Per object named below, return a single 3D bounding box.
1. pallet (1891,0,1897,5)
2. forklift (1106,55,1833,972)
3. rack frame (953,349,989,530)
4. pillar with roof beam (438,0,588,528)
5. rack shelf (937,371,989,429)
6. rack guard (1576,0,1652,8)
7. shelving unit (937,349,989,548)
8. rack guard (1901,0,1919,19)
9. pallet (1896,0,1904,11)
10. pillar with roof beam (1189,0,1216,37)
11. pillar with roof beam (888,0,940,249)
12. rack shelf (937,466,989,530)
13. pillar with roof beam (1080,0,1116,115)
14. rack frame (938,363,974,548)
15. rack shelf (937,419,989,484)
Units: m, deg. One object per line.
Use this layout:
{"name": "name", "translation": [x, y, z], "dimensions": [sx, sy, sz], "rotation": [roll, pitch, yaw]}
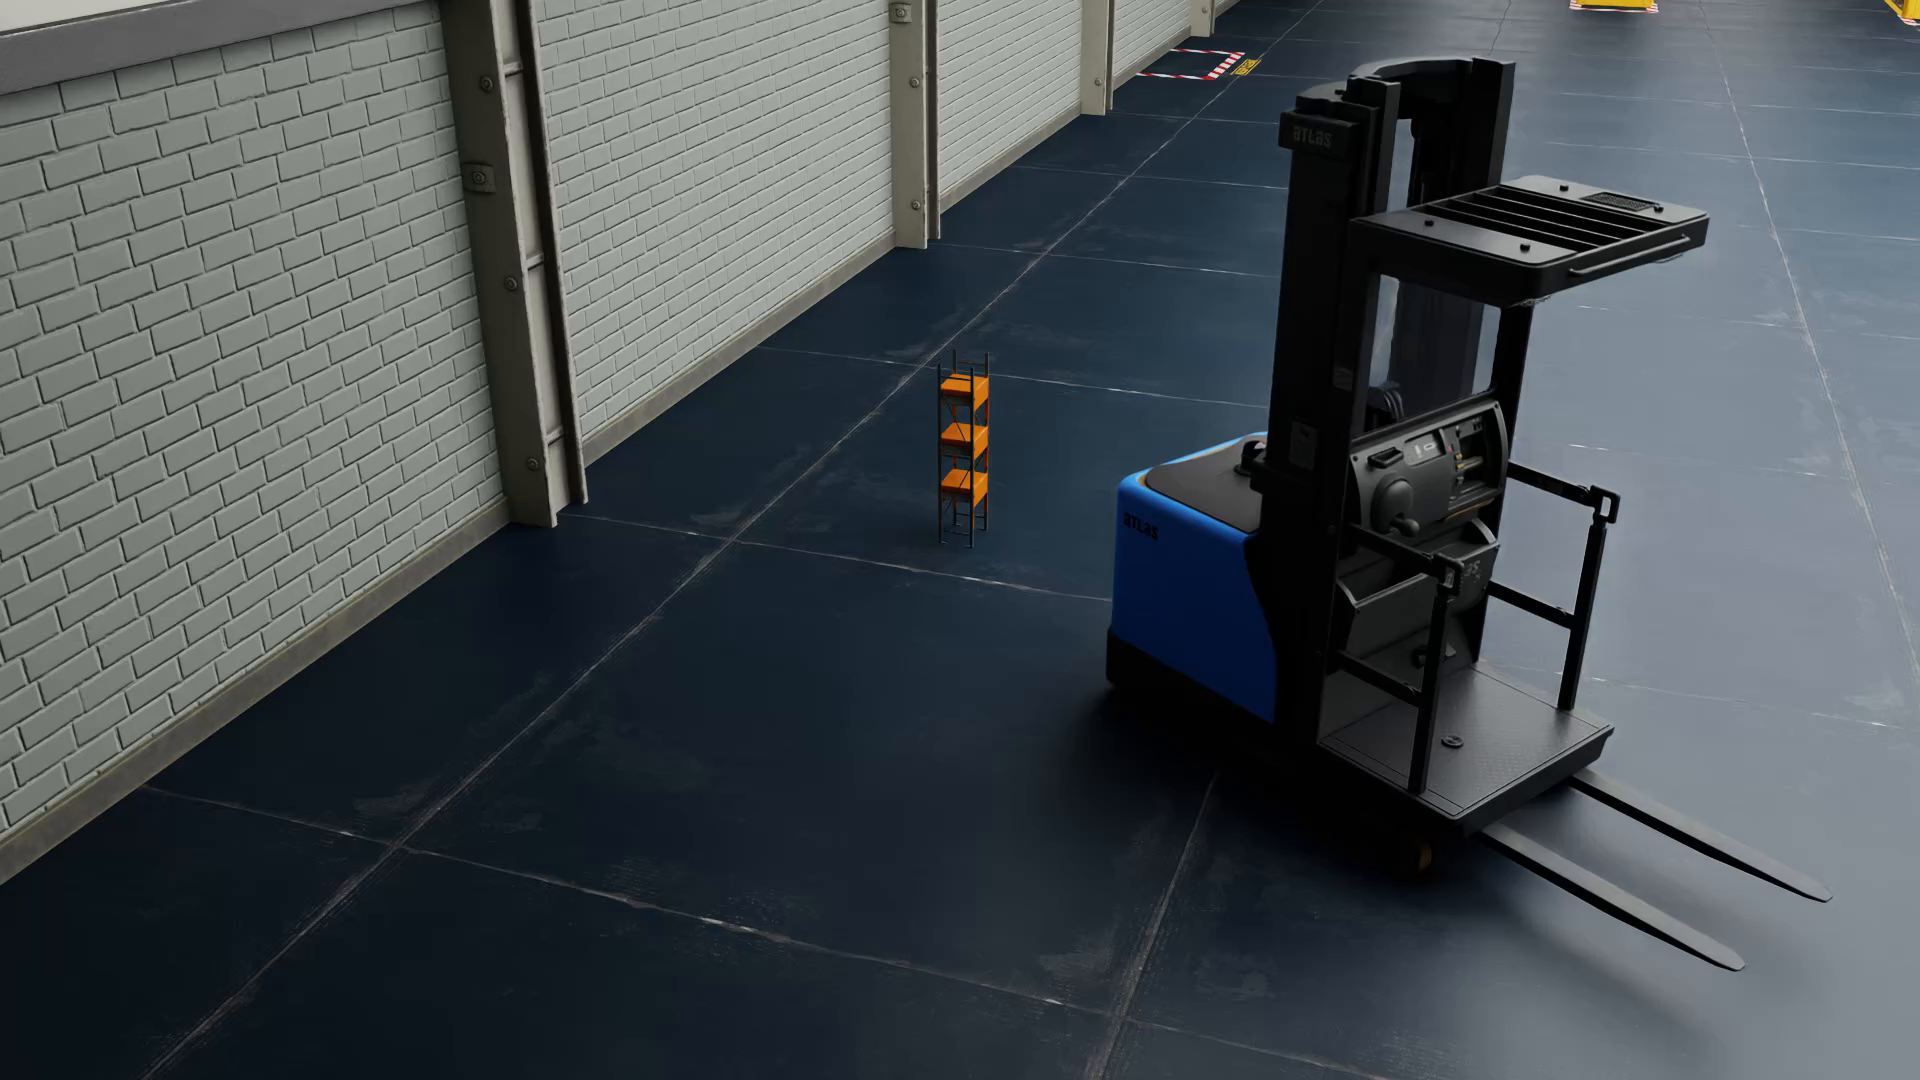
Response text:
{"name": "pallet", "translation": [16.194, -9.151, 27.907], "dimensions": [1.003, 0.211, 1.213], "rotation": [9, 27, 17]}
{"name": "forklift", "translation": [1.987, -0.251, 6.405], "dimensions": [1.130, 2.935, 3.031], "rotation": [-19, 32, -34]}
{"name": "rack frame", "translation": [0.058, -0.545, 9.170], "dimensions": [0.200, 1.050, 0.008], "rotation": [9, 27, 17]}
{"name": "pillar with roof beam", "translation": [1.678, -3.598, 6.355], "dimensions": [9.100, 9.000, 0.400], "rotation": [9, 27, 17]}
{"name": "rack shelf", "translation": [0.018, -0.740, 8.948], "dimensions": [0.215, 0.259, 0.240], "rotation": [9, 27, 17]}
{"name": "rack guard", "translation": [10.852, -9.120, 27.512], "dimensions": [1.175, 0.500, 0.348], "rotation": [9, 27, 17]}
{"name": "shelving unit", "translation": [0.018, -0.495, 9.067], "dimensions": [0.215, 1.050, 0.252], "rotation": [9, 27, 17]}
{"name": "rack guard", "translation": [15.511, -8.448, 26.124], "dimensions": [1.175, 0.500, 0.348], "rotation": [9, 27, 17]}
{"name": "pallet", "translation": [15.786, -8.651, 26.875], "dimensions": [1.003, 0.211, 1.213], "rotation": [9, 27, 17]}
{"name": "pillar with roof beam", "translation": [7.668, -10.995, 21.632], "dimensions": [9.100, 9.000, 0.400], "rotation": [9, 27, 17]}
{"name": "pillar with roof beam", "translation": [3.674, -6.064, 11.447], "dimensions": [9.100, 9.000, 0.400], "rotation": [9, 27, 17]}
{"name": "rack shelf", "translation": [0.018, -0.235, 9.192], "dimensions": [0.215, 0.259, 0.240], "rotation": [9, 27, 17]}
{"name": "pillar with roof beam", "translation": [5.671, -8.529, 16.540], "dimensions": [9.100, 9.000, 0.400], "rotation": [9, 27, 17]}
{"name": "rack frame", "translation": [-0.023, -0.444, 8.963], "dimensions": [0.200, 1.050, 0.008], "rotation": [9, 27, 17]}
{"name": "rack shelf", "translation": [0.018, -0.485, 9.071], "dimensions": [0.215, 0.259, 0.240], "rotation": [9, 27, 17]}
